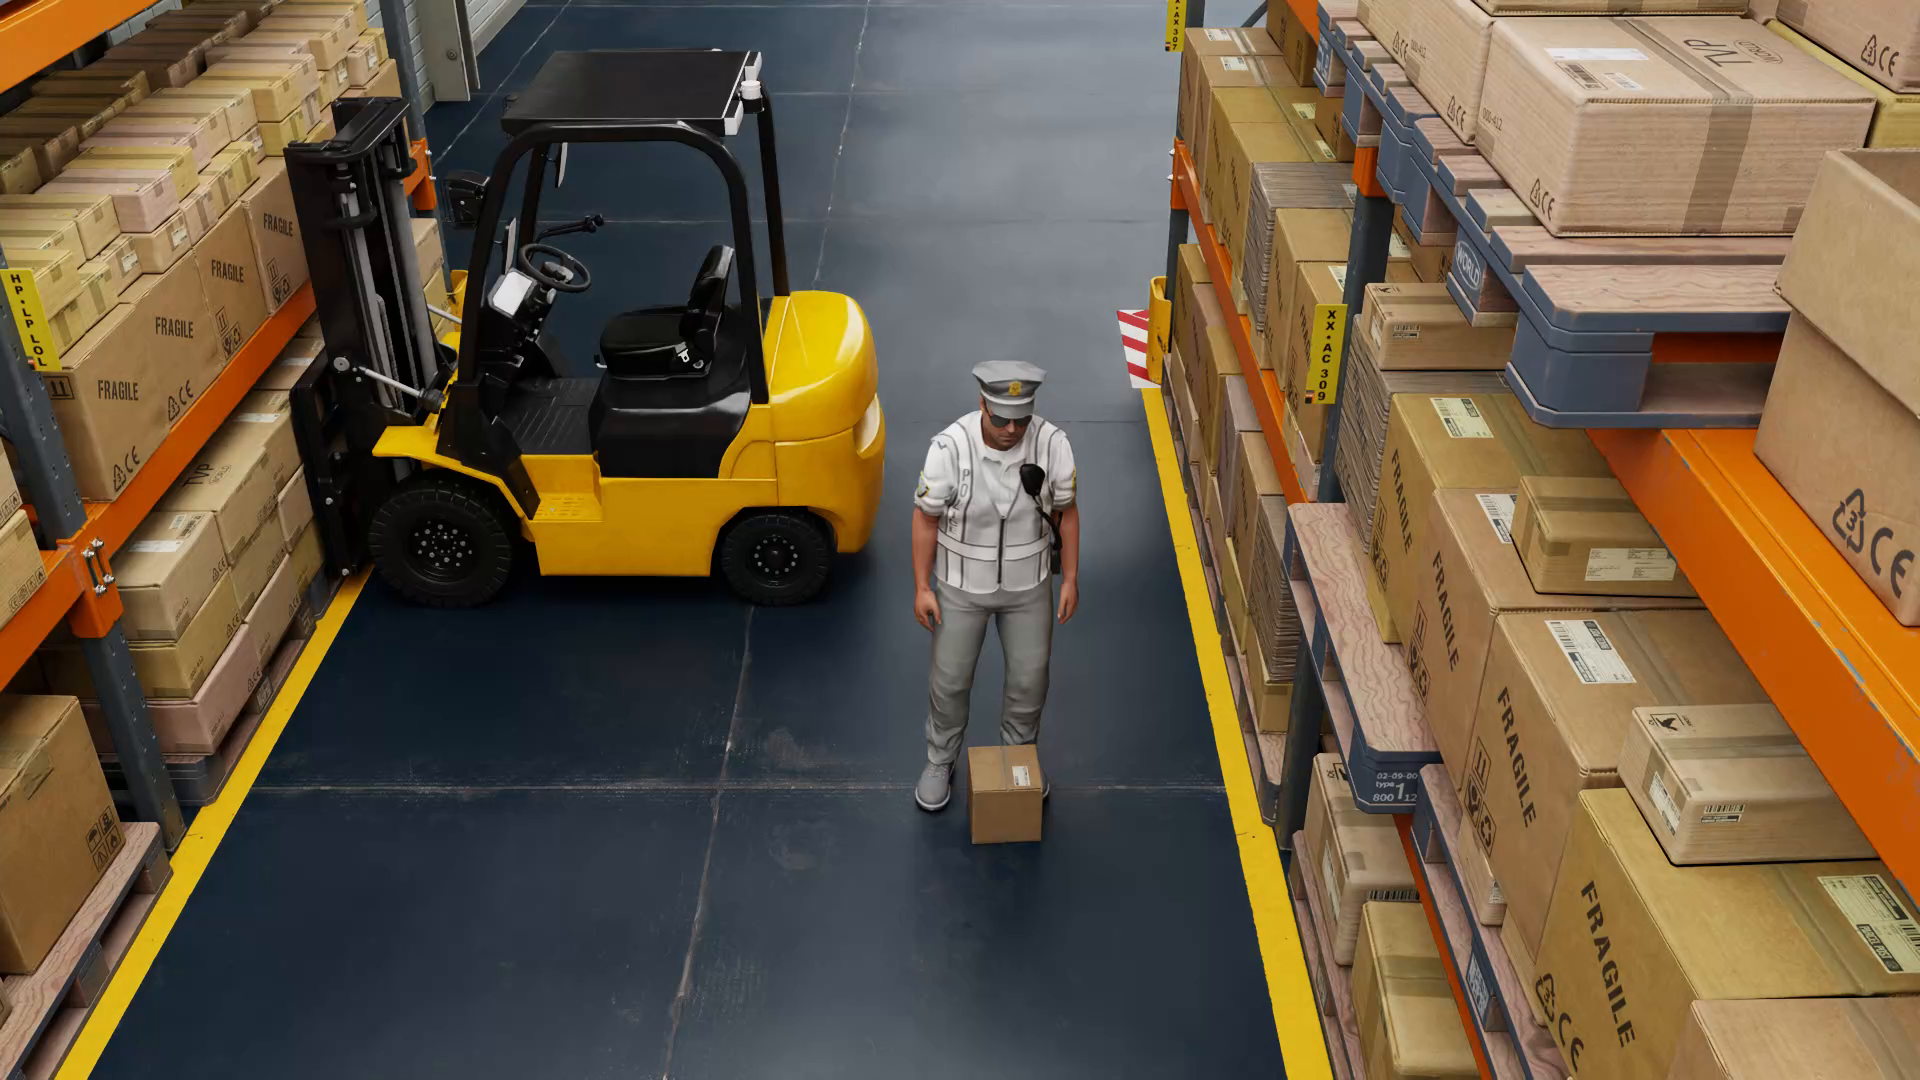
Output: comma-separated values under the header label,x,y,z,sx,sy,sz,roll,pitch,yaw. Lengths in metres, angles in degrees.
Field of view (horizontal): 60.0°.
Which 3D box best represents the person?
label,x,y,z,sx,sy,sz,roll,pitch,yaw
person,0.120,0.140,5.895,0.604,1.750,0.429,-3,31,-5
